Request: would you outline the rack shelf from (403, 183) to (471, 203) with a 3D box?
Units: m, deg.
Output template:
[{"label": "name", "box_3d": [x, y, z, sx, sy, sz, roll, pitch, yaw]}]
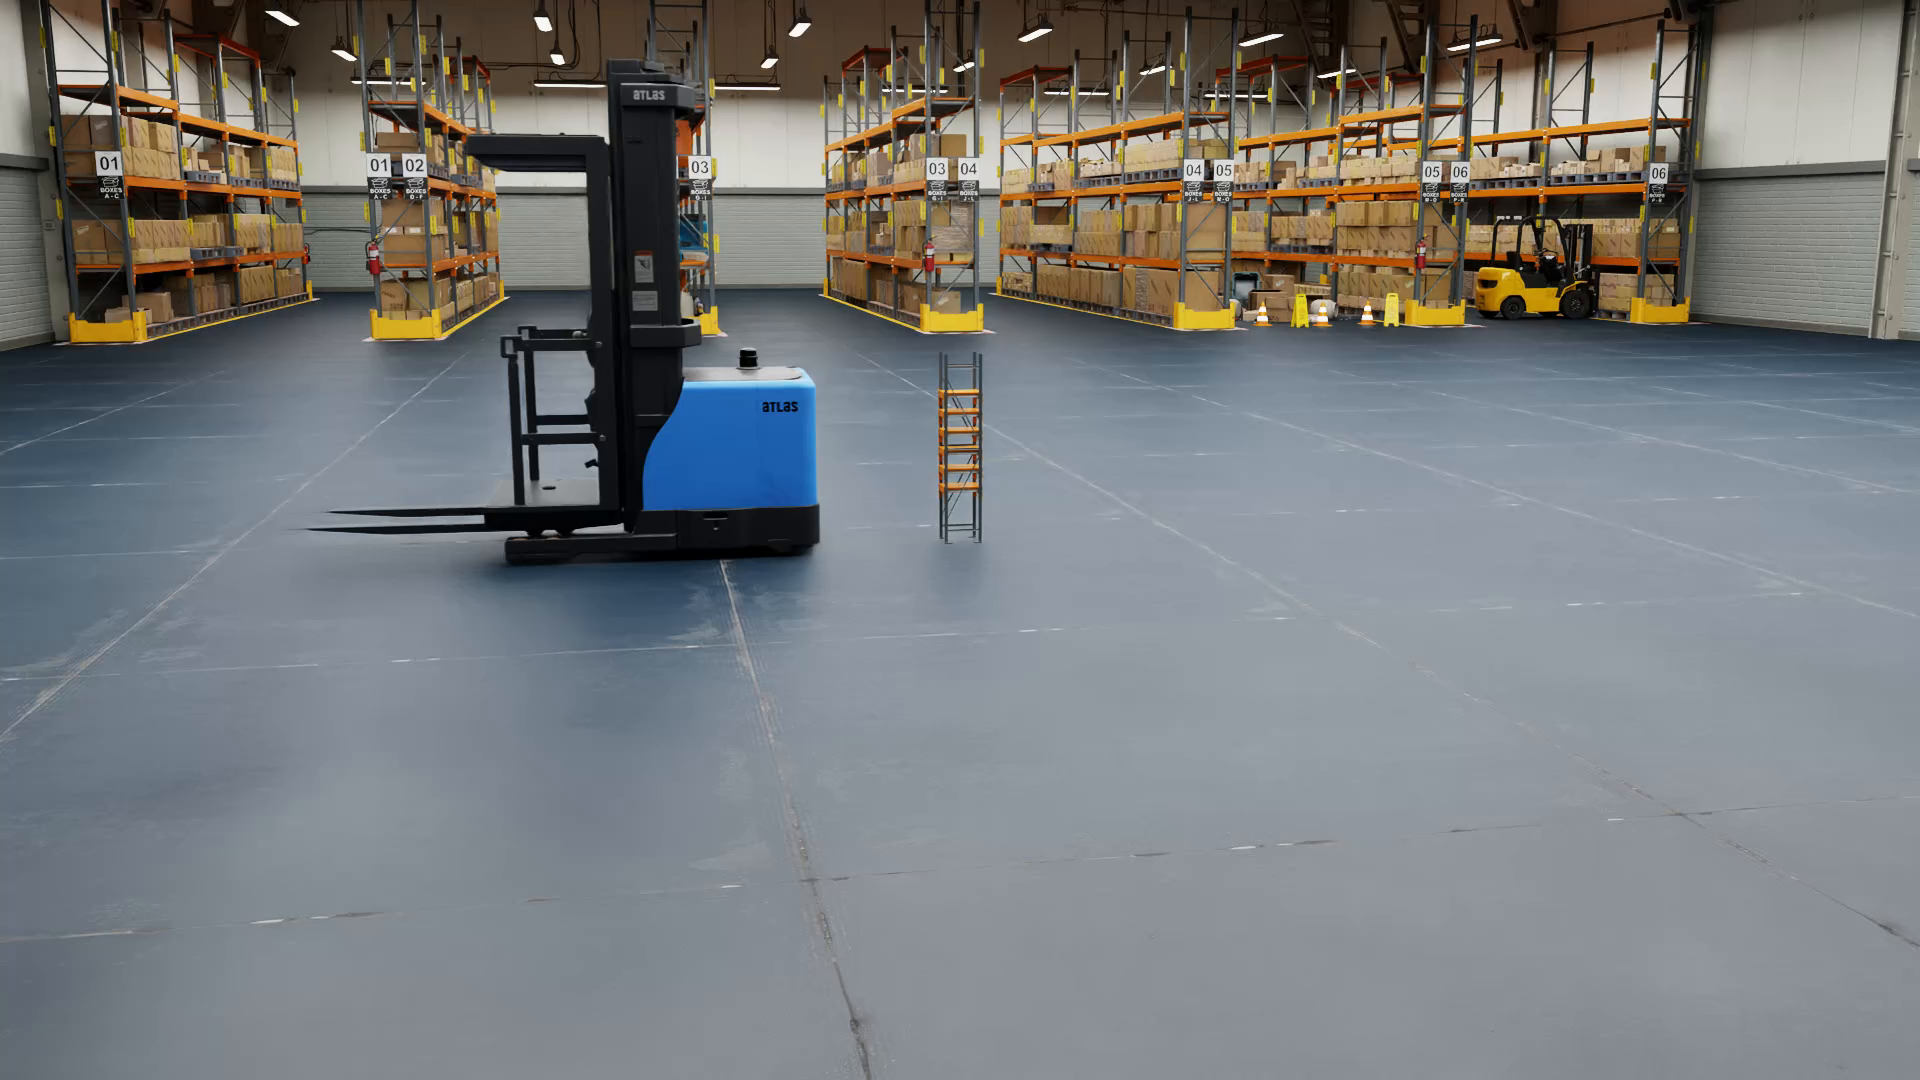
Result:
[{"label": "rack shelf", "box_3d": [-11.025, -7.305, 34.956, 1.077, 0.370, 4.000, -2, 11, -11]}]

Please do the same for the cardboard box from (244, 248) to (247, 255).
[{"label": "cardboard box", "box_3d": [-16.118, -6.424, 37.046, 0.380, 0.149, 0.250, -2, 11, -9]}]

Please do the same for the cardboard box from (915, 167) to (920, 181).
[{"label": "cardboard box", "box_3d": [-0.583, -7.015, 31.907, 0.500, 0.250, 0.500, -2, 11, -11]}]

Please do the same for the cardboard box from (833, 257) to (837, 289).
[{"label": "cardboard box", "box_3d": [-3.049, -7.427, 46.252, 0.875, 0.875, 0.875, -2, 11, -11]}]

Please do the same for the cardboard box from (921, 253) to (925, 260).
[{"label": "cardboard box", "box_3d": [-0.545, -5.455, 32.008, 0.380, 0.149, 0.250, -2, 11, -11]}]

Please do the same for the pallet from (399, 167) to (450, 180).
[{"label": "pallet", "box_3d": [-10.444, -7.093, 32.153, 1.003, 0.211, 1.213, -2, 11, -11]}]

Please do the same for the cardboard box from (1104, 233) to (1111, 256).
[{"label": "cardboard box", "box_3d": [3.505, -6.567, 36.911, 0.500, 0.500, 0.500, -2, 11, -12]}]

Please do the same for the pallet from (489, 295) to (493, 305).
[{"label": "pallet", "box_3d": [-12.324, -6.041, 41.874, 1.003, 0.211, 1.213, -2, 11, -11]}]

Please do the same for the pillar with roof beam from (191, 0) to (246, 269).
[{"label": "pillar with roof beam", "box_3d": [-13.812, -10.305, 40.772, 9.100, 9.000, 0.548, -2, 11, -11]}]

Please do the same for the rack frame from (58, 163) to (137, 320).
[{"label": "rack frame", "box_3d": [-14.716, -4.904, 28.438, 1.000, 3.000, 0.127, -2, 11, -11]}]

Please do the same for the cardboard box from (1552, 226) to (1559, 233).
[{"label": "cardboard box", "box_3d": [13.527, -6.972, 37.300, 0.380, 0.149, 0.250, -2, 11, -10]}]

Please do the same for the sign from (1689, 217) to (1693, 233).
[{"label": "sign", "box_3d": [14.995, -6.469, 34.134, 0.100, 0.325, 0.005, -2, 11, -11]}]

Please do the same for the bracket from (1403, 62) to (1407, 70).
[{"label": "bracket", "box_3d": [12.435, -13.126, 45.963, 0.235, 0.232, 0.430, -2, 11, -11]}]

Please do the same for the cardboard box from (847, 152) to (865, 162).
[{"label": "cardboard box", "box_3d": [-2.650, -9.964, 43.339, 0.500, 0.250, 0.500, -3, 11, -15]}]

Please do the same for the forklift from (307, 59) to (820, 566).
[{"label": "forklift", "box_3d": [-2.427, -1.393, 10.177, 3.031, 2.935, 1.130, -2, 11, -9]}]

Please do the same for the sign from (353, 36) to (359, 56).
[{"label": "sign", "box_3d": [-10.393, -8.512, 28.642, 0.100, 0.325, 0.005, -2, 11, -11]}]

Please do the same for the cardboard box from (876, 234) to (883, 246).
[{"label": "cardboard box", "box_3d": [-1.595, -6.728, 37.301, 0.500, 0.250, 0.500, -2, 11, -13]}]

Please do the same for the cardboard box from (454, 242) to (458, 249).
[{"label": "cardboard box", "box_3d": [-11.386, -6.440, 36.746, 0.500, 0.311, 0.500, -1, 11, -7]}]

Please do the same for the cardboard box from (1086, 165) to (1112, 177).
[{"label": "cardboard box", "box_3d": [3.212, -8.496, 38.299, 0.500, 0.250, 0.500, -2, 11, -9]}]

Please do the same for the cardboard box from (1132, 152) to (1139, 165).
[{"label": "cardboard box", "box_3d": [3.887, -7.949, 34.628, 0.500, 0.250, 0.500, -2, 11, -11]}]

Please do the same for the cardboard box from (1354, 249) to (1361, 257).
[{"label": "cardboard box", "box_3d": [8.745, -6.207, 35.955, 0.380, 0.149, 0.250, -2, 11, -9]}]

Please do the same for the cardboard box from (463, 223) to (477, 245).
[{"label": "cardboard box", "box_3d": [-11.637, -7.093, 38.551, 0.700, 0.500, 0.500, 0, 11, 0]}]

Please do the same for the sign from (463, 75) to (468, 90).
[{"label": "sign", "box_3d": [-10.870, -10.056, 36.543, 0.100, 0.325, 0.005, -2, 11, -11]}]

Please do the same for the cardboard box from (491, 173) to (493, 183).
[{"label": "cardboard box", "box_3d": [-12.522, -9.488, 43.564, 0.500, 0.250, 0.500, -2, 11, -11]}]

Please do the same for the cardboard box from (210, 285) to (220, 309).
[{"label": "cardboard box", "box_3d": [-16.095, -5.130, 35.137, 0.700, 0.500, 0.500, -2, 11, -11]}]

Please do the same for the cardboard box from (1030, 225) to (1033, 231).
[{"label": "cardboard box", "box_3d": [2.037, -8.093, 43.151, 0.380, 0.149, 0.250, -2, 11, -8]}]

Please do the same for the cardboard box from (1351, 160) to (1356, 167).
[{"label": "cardboard box", "box_3d": [8.666, -8.115, 35.826, 0.380, 0.149, 0.250, -2, 11, -13]}]

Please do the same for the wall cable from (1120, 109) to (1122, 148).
[{"label": "wall cable", "box_3d": [5.086, -12.719, 53.454, 0.463, 3.000, 0.029, -2, 11, -11]}]

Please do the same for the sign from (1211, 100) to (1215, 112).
[{"label": "sign", "box_3d": [6.698, -11.473, 43.988, 0.100, 0.325, 0.005, -2, 11, -11]}]

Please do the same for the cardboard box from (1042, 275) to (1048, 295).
[{"label": "cardboard box", "box_3d": [2.399, -6.543, 42.613, 0.500, 0.500, 0.500, -2, 11, -8]}]

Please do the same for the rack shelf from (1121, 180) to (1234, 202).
[{"label": "rack shelf", "box_3d": [4.356, -7.093, 33.841, 1.077, 0.370, 4.000, -2, 11, -11]}]

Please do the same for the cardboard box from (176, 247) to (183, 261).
[{"label": "cardboard box", "box_3d": [-15.016, -5.406, 31.424, 0.500, 0.250, 0.500, -2, 11, -11]}]

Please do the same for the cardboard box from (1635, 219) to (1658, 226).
[{"label": "cardboard box", "box_3d": [14.173, -6.558, 34.329, 0.380, 0.149, 0.250, -2, 11, -11]}]

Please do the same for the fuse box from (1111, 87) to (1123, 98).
[{"label": "fuse box", "box_3d": [5.106, -14.277, 53.083, 0.513, 0.334, 0.176, -2, 11, -11]}]

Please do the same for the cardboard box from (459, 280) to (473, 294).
[{"label": "cardboard box", "box_3d": [-11.070, -5.596, 36.804, 0.500, 0.311, 0.500, -2, 11, -10]}]

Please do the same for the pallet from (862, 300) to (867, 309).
[{"label": "pallet", "box_3d": [-1.775, -5.689, 40.020, 1.003, 0.211, 1.213, -2, 11, -11]}]

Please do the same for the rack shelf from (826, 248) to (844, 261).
[{"label": "rack shelf", "box_3d": [-2.863, -7.658, 44.834, 1.077, 0.370, 4.000, -2, 11, -11]}]

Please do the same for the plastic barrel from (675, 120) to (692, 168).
[{"label": "plastic barrel", "box_3d": [-5.217, -7.239, 30.415, 0.600, 0.830, 0.708, -2, 11, -11]}]

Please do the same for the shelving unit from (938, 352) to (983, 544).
[{"label": "shelving unit", "box_3d": [0.003, -0.587, 10.570, 0.258, 1.200, 0.189, -2, 11, -11]}]

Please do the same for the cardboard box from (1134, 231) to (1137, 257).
[{"label": "cardboard box", "box_3d": [4.180, -6.246, 35.089, 0.875, 0.550, 0.550, -2, 11, -11]}]

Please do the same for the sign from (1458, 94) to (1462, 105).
[{"label": "sign", "box_3d": [12.363, -10.876, 41.062, 0.100, 0.325, 0.005, -2, 11, -11]}]

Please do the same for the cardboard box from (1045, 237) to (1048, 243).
[{"label": "cardboard box", "box_3d": [2.342, -7.515, 41.706, 0.380, 0.149, 0.250, -3, 11, -14]}]

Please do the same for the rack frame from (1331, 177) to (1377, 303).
[{"label": "rack frame", "box_3d": [8.803, -6.538, 37.025, 1.000, 3.000, 0.127, -2, 11, -11]}]

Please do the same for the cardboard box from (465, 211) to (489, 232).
[{"label": "cardboard box", "box_3d": [-12.007, -7.922, 41.356, 0.500, 0.500, 0.500, -2, 11, -10]}]

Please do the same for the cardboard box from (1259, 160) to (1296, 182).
[{"label": "cardboard box", "box_3d": [7.804, -9.066, 40.884, 0.797, 0.503, 0.637, -3, 11, -15]}]

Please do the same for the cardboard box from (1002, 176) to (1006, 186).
[{"label": "cardboard box", "box_3d": [1.466, -10.094, 46.749, 0.500, 0.250, 0.500, -2, 11, -10]}]

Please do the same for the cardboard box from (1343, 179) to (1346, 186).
[{"label": "cardboard box", "box_3d": [8.621, -7.821, 36.417, 0.380, 0.149, 0.250, -2, 11, -12]}]

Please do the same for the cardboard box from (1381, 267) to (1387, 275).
[{"label": "cardboard box", "box_3d": [8.986, -5.596, 34.563, 0.380, 0.149, 0.250, -2, 11, -10]}]

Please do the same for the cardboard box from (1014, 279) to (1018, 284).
[{"label": "cardboard box", "box_3d": [1.704, -7.197, 46.191, 0.380, 0.149, 0.250, -3, 11, -14]}]

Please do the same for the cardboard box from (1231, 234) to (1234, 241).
[{"label": "cardboard box", "box_3d": [7.257, -7.898, 43.234, 0.500, 0.250, 0.500, -2, 11, -10]}]

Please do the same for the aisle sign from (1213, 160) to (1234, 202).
[{"label": "aisle sign", "box_3d": [5.053, -6.881, 31.873, 0.394, 0.787, 0.004, -2, 11, -11]}]

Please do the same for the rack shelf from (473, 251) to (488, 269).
[{"label": "rack shelf", "box_3d": [-11.803, -6.565, 39.091, 1.077, 0.370, 4.000, -2, 11, -11]}]

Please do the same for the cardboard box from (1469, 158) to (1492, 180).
[{"label": "cardboard box", "box_3d": [12.795, -9.089, 40.748, 0.500, 0.500, 0.500, -2, 11, -11]}]

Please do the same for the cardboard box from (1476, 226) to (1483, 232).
[{"label": "cardboard box", "box_3d": [12.858, -7.609, 40.648, 0.380, 0.149, 0.250, -2, 11, -10]}]

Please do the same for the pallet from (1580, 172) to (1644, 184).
[{"label": "pallet", "box_3d": [14.096, -7.771, 35.714, 1.003, 0.211, 1.213, -2, 11, -11]}]

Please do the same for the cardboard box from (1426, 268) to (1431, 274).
[{"label": "cardboard box", "box_3d": [12.401, -7.026, 43.415, 0.380, 0.149, 0.250, -2, 11, -12]}]

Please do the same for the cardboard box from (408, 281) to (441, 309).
[{"label": "cardboard box", "box_3d": [-9.843, -4.506, 30.576, 0.500, 0.500, 0.500, -2, 11, -11]}]

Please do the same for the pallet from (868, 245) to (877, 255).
[{"label": "pallet", "box_3d": [-1.453, -6.690, 38.337, 1.213, 0.211, 1.003, -2, 11, -11]}]
